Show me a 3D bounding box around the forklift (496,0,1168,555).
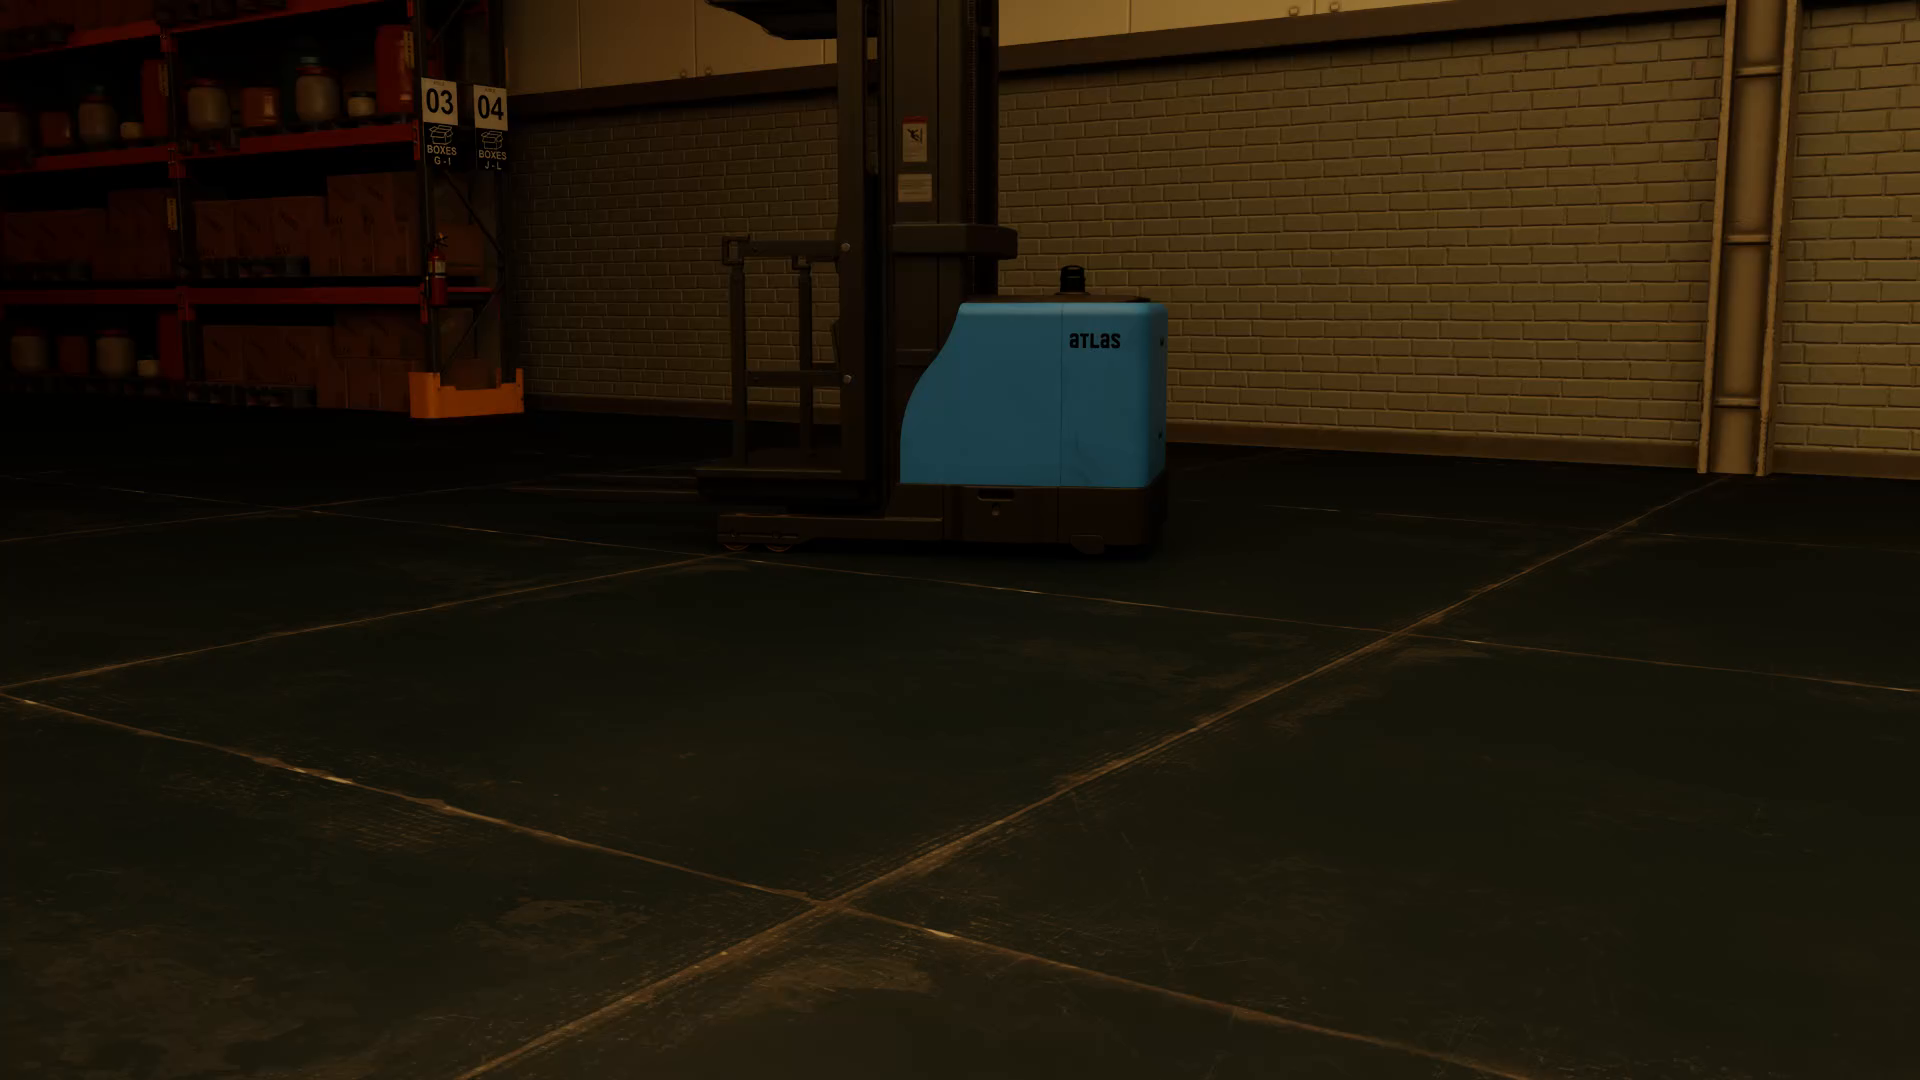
[{"bbox_3d":[-0.596,-1.469,7.520,3.031,2.935,1.130,2,8,12],"label":"forklift"}]
